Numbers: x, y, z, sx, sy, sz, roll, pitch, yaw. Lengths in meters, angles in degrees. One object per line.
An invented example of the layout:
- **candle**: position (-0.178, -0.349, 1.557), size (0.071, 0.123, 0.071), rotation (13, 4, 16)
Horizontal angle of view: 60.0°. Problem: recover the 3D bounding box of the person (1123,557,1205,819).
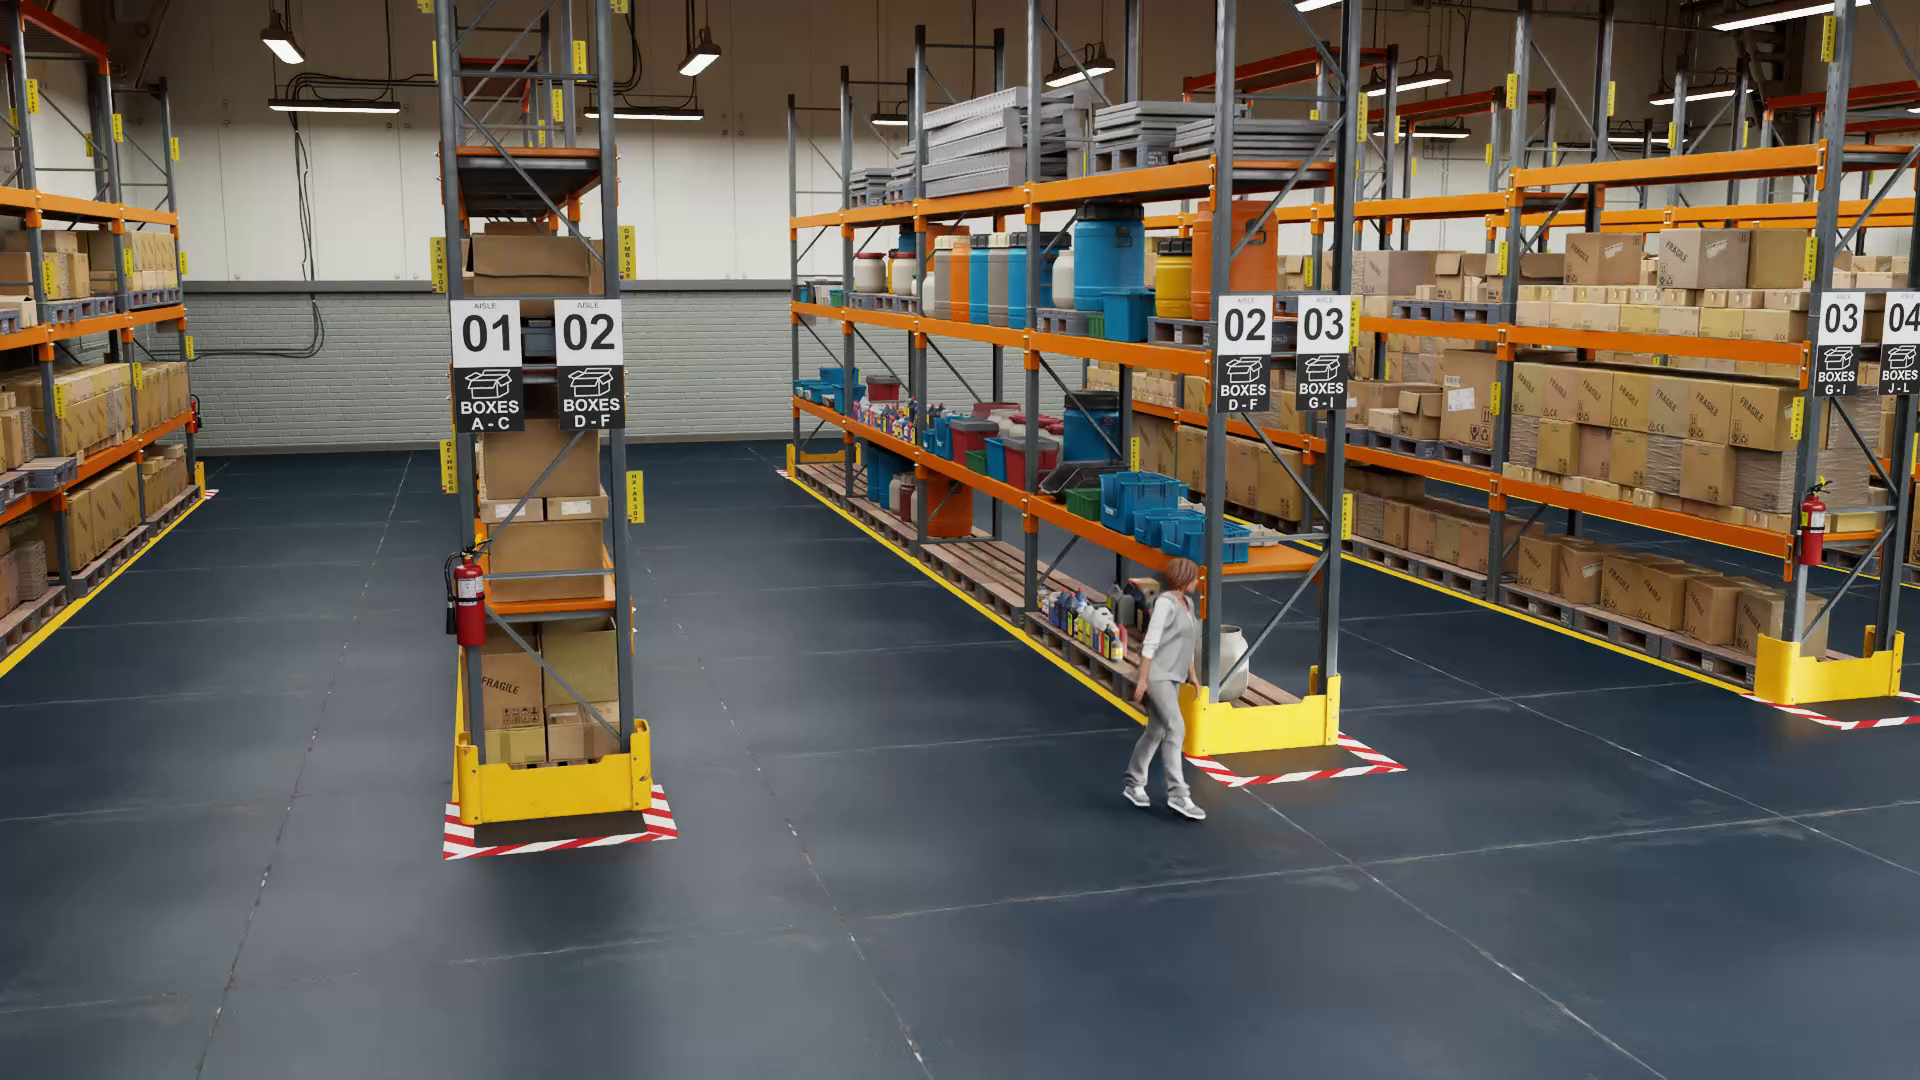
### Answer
- **person**: position (1.343, 0.901, 10.478), size (0.622, 1.580, 0.479), rotation (6, 11, 32)
